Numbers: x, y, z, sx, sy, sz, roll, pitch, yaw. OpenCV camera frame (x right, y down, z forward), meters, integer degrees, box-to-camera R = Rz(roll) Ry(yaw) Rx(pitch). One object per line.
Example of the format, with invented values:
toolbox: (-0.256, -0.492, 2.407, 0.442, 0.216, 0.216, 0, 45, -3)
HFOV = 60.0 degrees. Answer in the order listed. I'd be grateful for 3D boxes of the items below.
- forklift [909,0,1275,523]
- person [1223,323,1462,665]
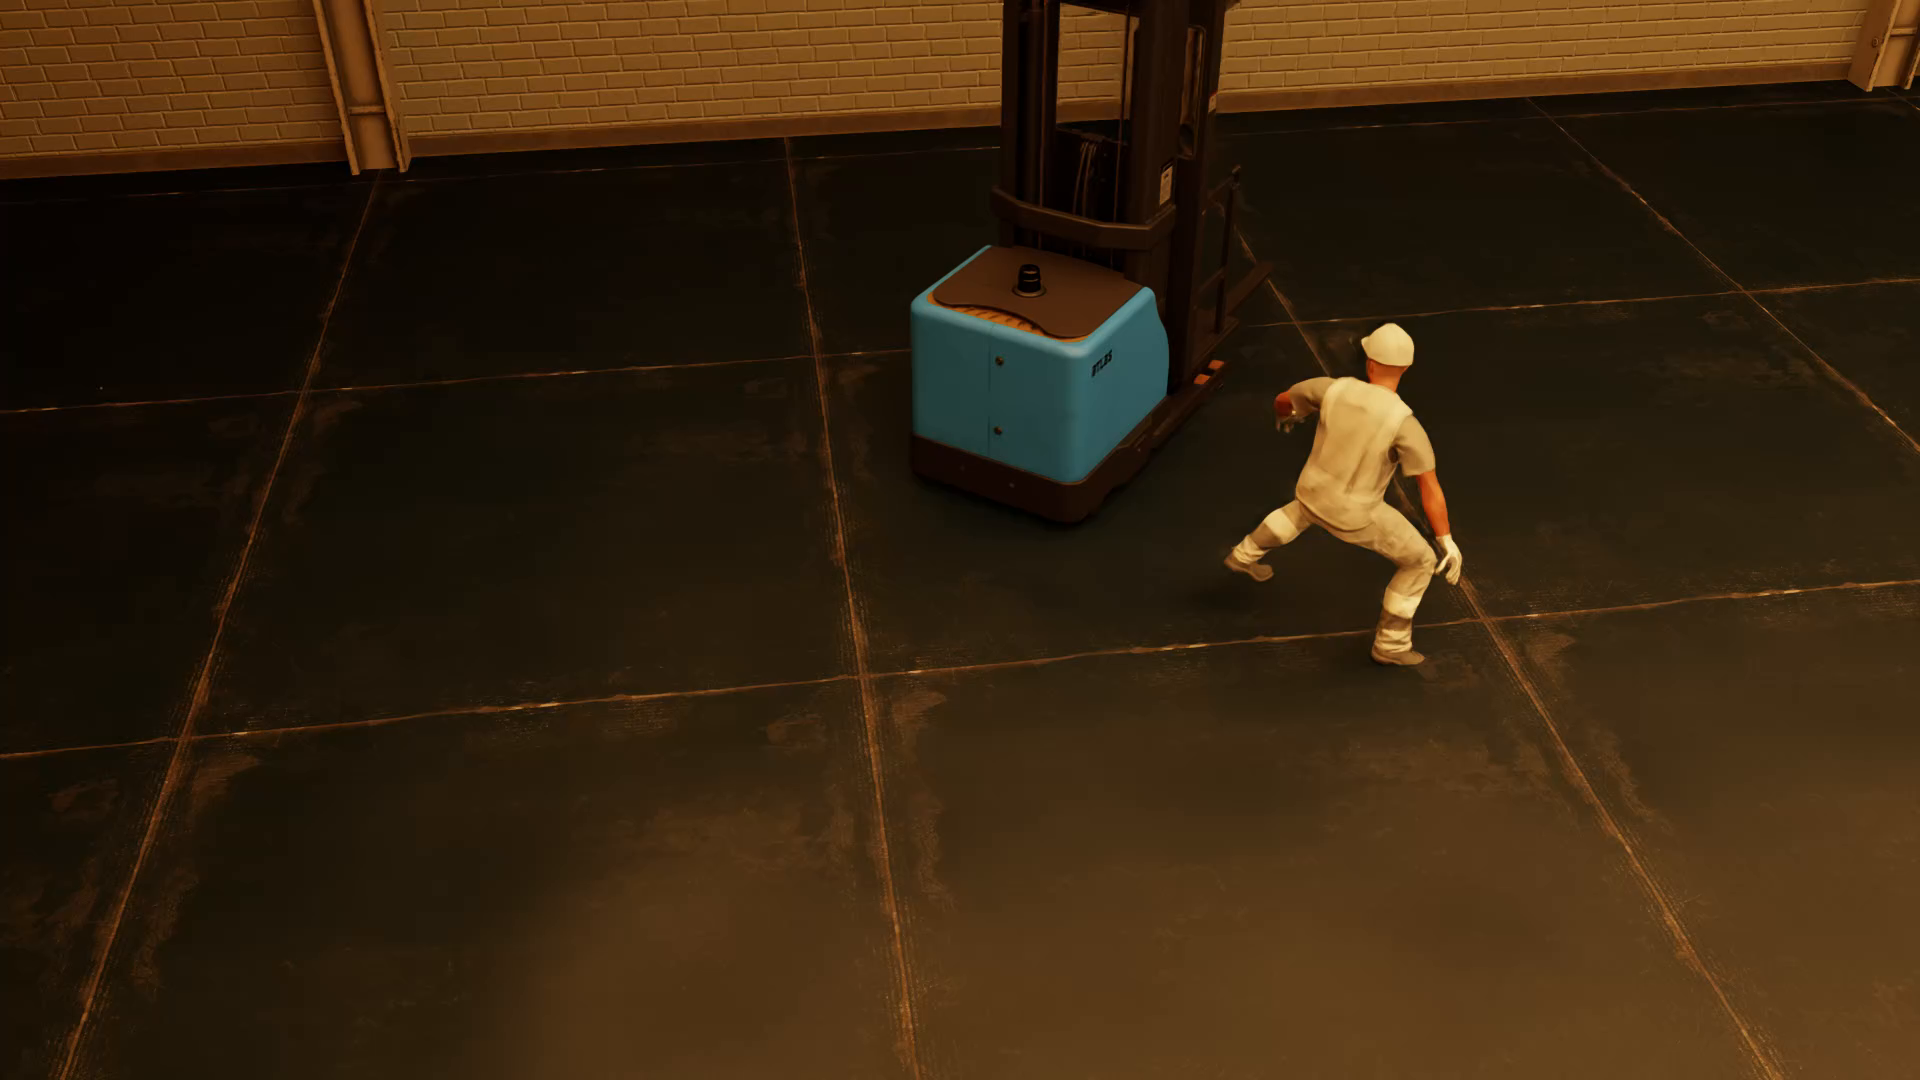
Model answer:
forklift: (0.928, -2.109, 8.940, 1.130, 2.935, 3.031, 20, 40, 25)
person: (1.806, -0.178, 7.440, 0.510, 1.663, 1.189, -25, 43, -31)
